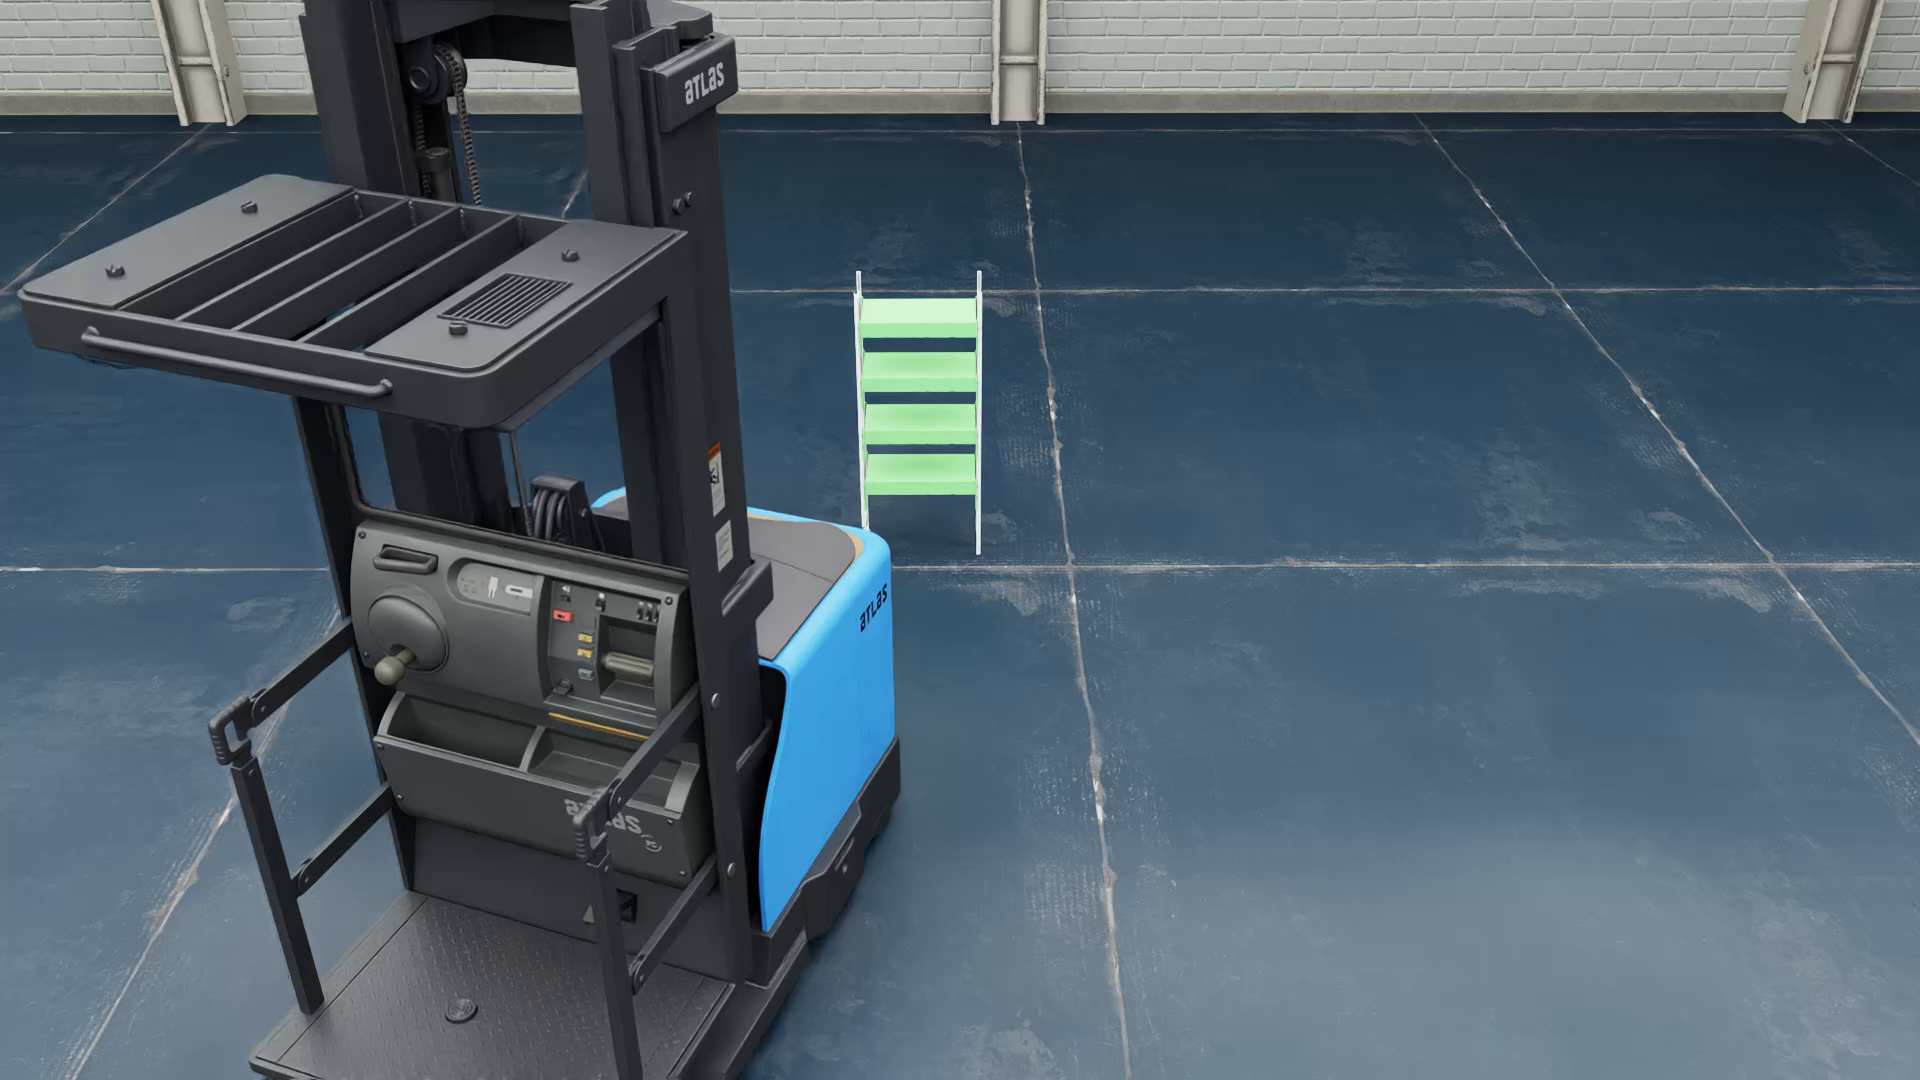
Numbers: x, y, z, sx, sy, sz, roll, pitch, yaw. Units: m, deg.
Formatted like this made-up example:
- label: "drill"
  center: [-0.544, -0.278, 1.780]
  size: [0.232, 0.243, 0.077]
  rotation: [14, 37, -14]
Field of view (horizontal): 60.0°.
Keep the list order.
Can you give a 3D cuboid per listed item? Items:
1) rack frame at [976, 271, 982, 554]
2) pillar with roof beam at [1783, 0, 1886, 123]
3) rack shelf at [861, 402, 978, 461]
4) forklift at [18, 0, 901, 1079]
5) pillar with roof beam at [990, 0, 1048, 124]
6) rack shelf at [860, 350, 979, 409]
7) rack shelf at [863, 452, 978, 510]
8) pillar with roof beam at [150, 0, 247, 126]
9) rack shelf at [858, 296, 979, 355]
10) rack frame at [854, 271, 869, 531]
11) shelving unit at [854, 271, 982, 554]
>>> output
- label: "rack frame"
  center: [0.078, -0.513, 6.939]
  size: [0.015, 1.200, 0.240]
  rotation: [0, 31, 0]
- label: "pillar with roof beam"
  center: [6.456, -4.796, 6.480]
  size: [0.400, 9.000, 9.100]
  rotation: [0, 31, 0]
- label: "rack shelf"
  center: [-0.166, -0.458, 6.971]
  size: [0.480, 0.148, 0.258]
  rotation: [0, 31, 0]
- label: "forklift"
  center: [-1.190, 0.272, 3.976]
  size: [1.130, 2.935, 3.031]
  rotation: [11, 33, 17]
- label: "pillar with roof beam"
  center: [0.456, -4.777, 6.449]
  size: [0.400, 9.000, 9.100]
  rotation: [0, 31, 0]
- label: "rack shelf"
  center: [-0.166, -0.663, 6.847]
  size: [0.480, 0.148, 0.258]
  rotation: [0, 31, 0]
- label: "rack shelf"
  center: [-0.166, -0.253, 7.096]
  size: [0.480, 0.148, 0.258]
  rotation: [0, 31, 0]
- label: "pillar with roof beam"
  center: [-5.544, -4.759, 6.418]
  size: [0.400, 9.000, 9.100]
  rotation: [0, 31, 0]
- label: "rack shelf"
  center: [-0.166, -0.868, 6.722]
  size: [0.480, 0.148, 0.258]
  rotation: [0, 31, 0]
- label: "rack frame"
  center: [-0.410, -0.512, 6.937]
  size: [0.015, 1.200, 0.240]
  rotation: [0, 31, 0]
- label: "shelving unit"
  center: [-0.166, -0.512, 6.938]
  size: [0.503, 1.200, 0.258]
  rotation: [0, 31, 0]
